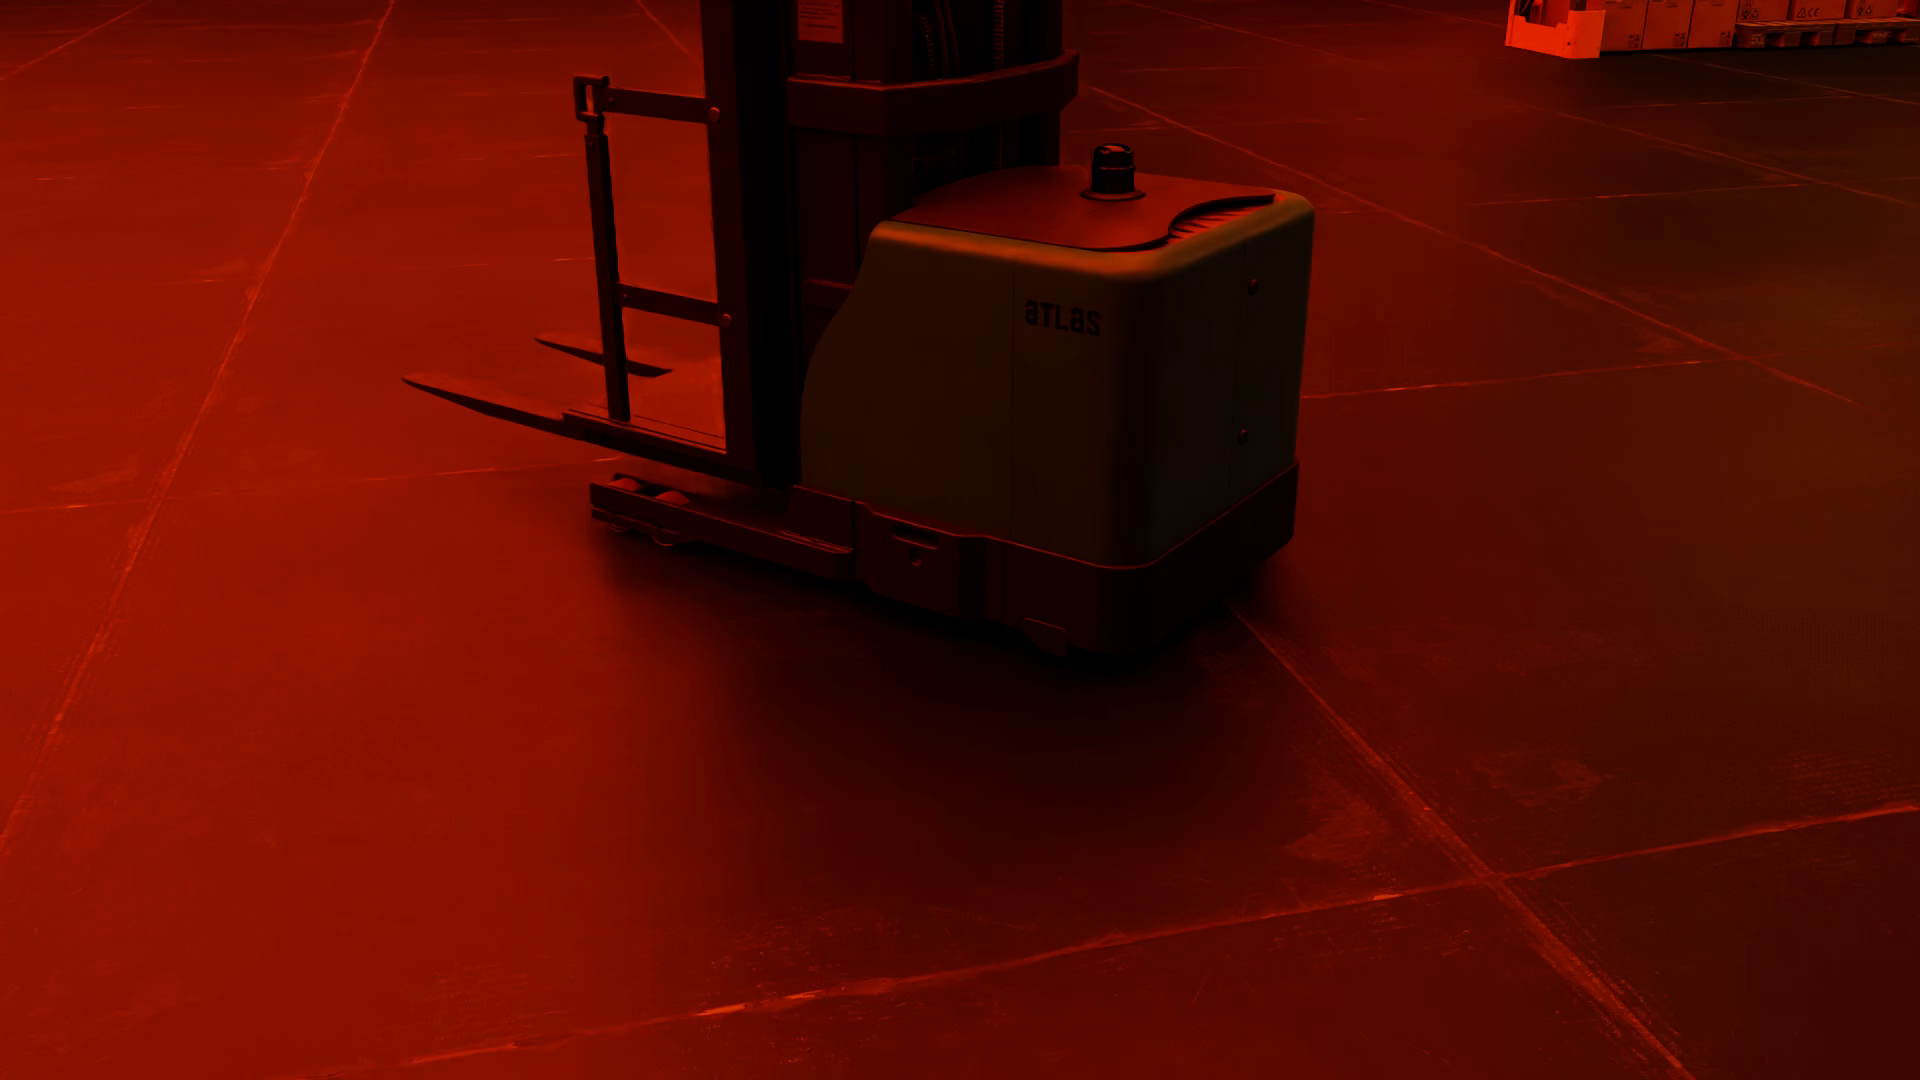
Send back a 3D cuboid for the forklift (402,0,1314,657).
[{"bbox_3d":[-0.521,-1.481,4.790,3.031,2.935,1.130,15,27,32],"label":"forklift"}]
